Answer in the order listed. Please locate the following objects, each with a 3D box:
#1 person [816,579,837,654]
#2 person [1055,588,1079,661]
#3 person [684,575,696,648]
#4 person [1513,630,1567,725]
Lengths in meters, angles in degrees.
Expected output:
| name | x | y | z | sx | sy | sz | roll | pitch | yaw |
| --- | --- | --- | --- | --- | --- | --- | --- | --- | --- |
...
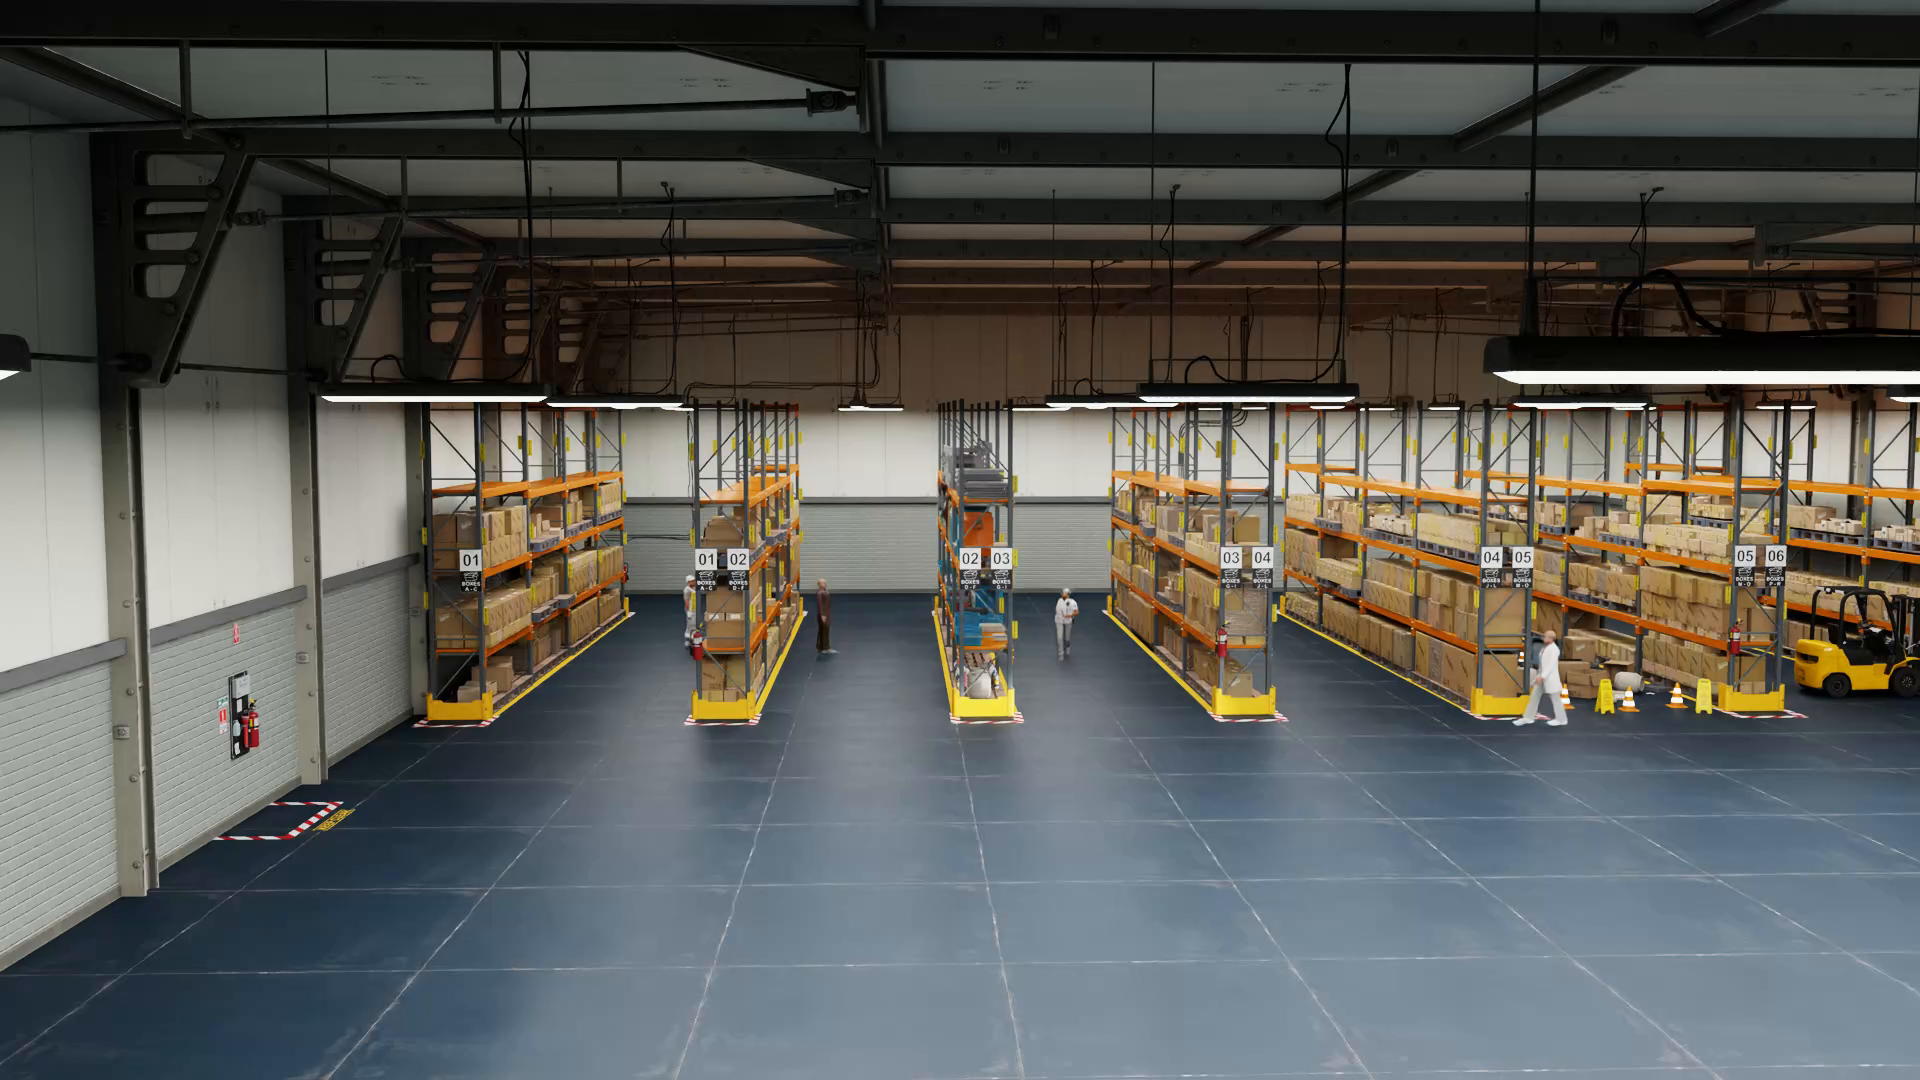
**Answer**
| name | x | y | z | sx | sy | sz | roll | pitch | yaw |
| --- | --- | --- | --- | --- | --- | --- | --- | --- | --- |
| person | -3.196 | 1.809 | 39.704 | 0.513 | 1.784 | 0.612 | 0 | 4 | -5 |
| person | 2.491 | 1.968 | 38.861 | 0.552 | 1.693 | 0.724 | 0 | 4 | 3 |
| person | -6.488 | 1.755 | 40.497 | 0.454 | 1.797 | 0.583 | 0 | 4 | -3 |
| person | 10.667 | 2.526 | 30.358 | 0.921 | 1.756 | 0.579 | -1 | 4 | -12 |
